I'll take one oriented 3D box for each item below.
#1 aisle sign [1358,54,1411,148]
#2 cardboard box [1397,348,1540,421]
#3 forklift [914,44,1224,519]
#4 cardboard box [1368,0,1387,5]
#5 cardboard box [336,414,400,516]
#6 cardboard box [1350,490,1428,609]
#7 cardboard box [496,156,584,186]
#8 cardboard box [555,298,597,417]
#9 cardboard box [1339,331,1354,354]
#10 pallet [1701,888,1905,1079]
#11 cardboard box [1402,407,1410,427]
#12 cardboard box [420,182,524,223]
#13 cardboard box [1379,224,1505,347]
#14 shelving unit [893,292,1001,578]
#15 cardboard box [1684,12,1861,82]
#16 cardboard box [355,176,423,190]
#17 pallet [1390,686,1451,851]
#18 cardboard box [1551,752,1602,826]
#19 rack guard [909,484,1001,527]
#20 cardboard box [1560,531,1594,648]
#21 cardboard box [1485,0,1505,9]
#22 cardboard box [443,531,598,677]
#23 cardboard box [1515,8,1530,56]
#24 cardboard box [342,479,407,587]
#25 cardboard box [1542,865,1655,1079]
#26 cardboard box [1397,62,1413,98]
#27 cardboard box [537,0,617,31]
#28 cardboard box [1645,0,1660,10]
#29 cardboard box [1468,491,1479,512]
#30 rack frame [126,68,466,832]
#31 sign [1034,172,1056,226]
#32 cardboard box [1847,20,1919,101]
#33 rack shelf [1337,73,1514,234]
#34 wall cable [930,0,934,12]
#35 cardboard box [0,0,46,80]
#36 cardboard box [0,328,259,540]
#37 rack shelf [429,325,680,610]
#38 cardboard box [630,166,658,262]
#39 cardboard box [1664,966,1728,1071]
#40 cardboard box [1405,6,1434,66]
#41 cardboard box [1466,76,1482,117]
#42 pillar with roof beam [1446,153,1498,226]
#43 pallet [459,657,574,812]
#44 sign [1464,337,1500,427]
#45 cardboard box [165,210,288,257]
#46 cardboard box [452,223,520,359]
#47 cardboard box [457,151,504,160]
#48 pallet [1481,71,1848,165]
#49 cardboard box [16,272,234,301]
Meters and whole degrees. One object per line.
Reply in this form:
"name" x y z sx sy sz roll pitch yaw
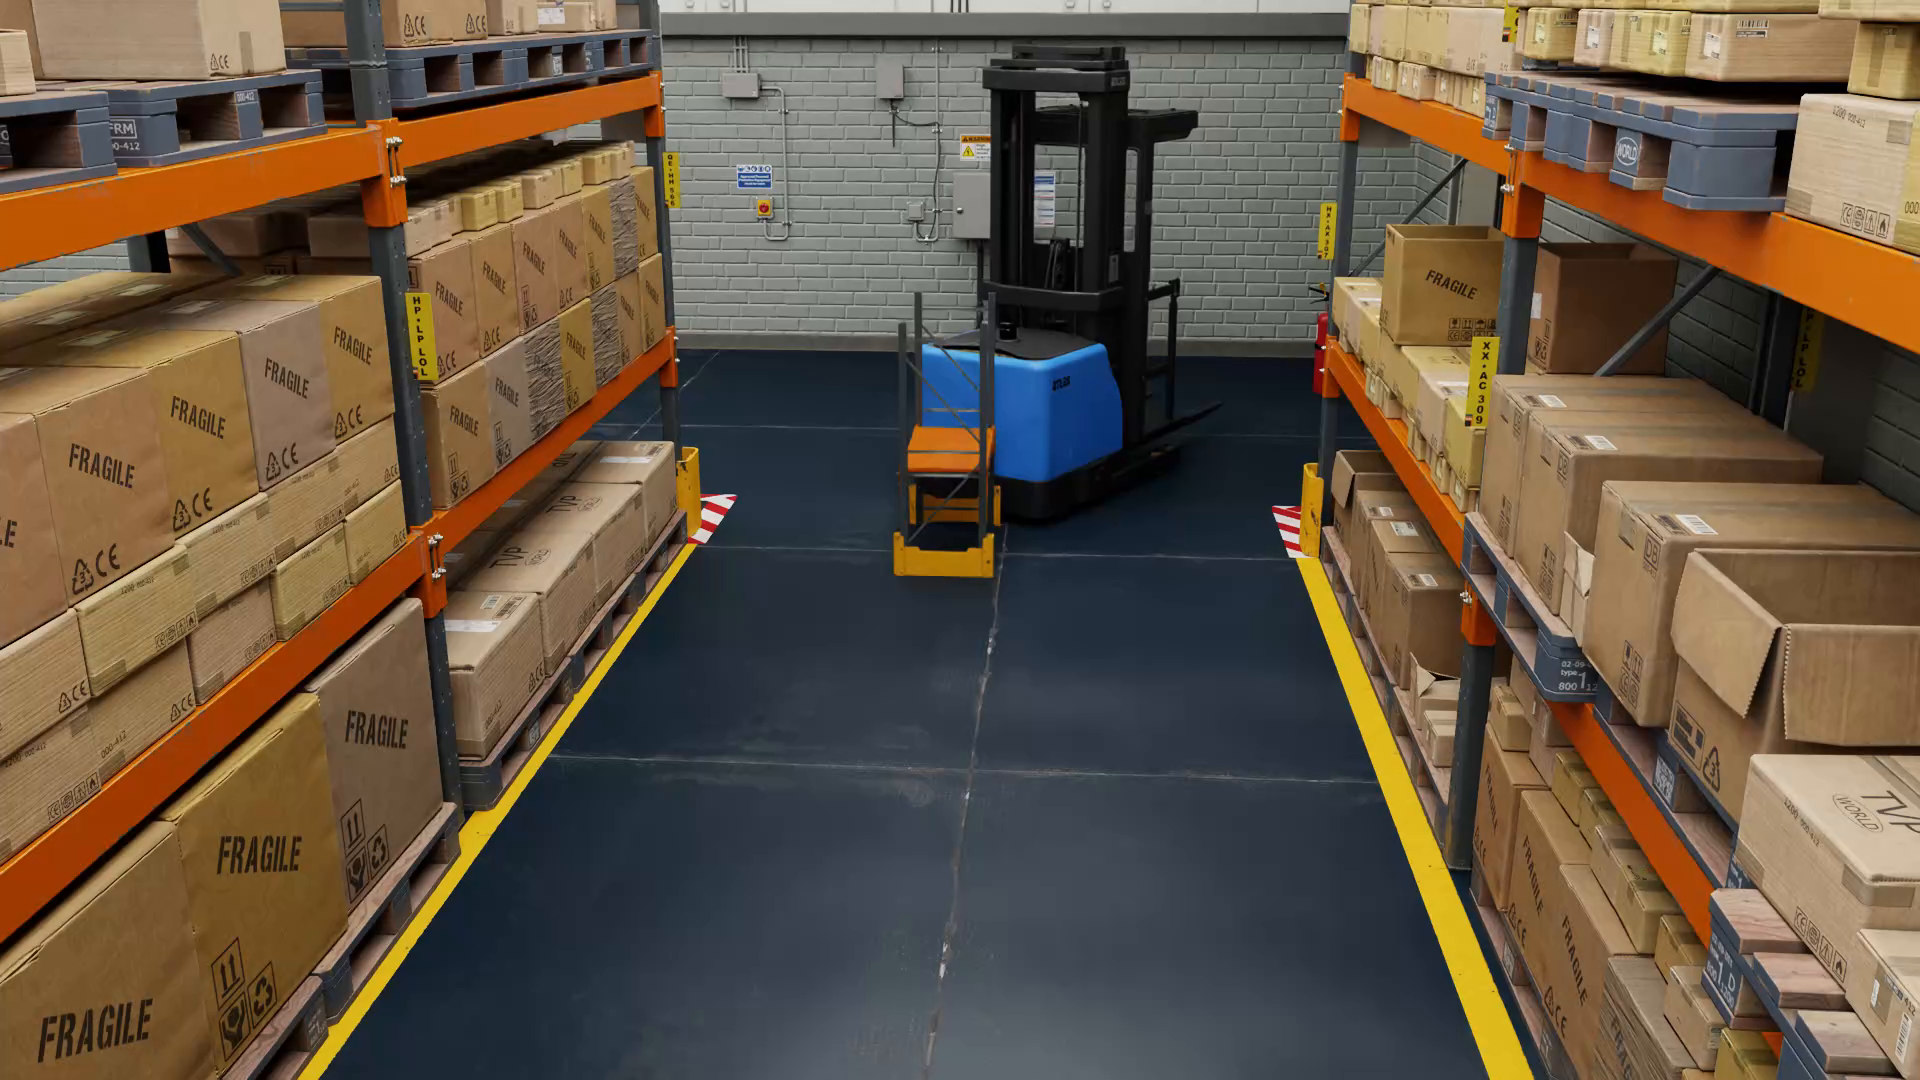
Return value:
"aisle sign" 2.406 -2.647 9.509 0.394 0.787 0.004 1 18 4
"cardboard box" 2.271 -0.686 7.462 0.500 0.250 0.500 1 18 4
"forklift" 0.938 -1.930 11.607 1.130 2.935 3.031 12 22 32
"cardboard box" 2.356 -2.827 8.377 0.500 0.250 0.500 1 18 4
"cardboard box" -2.333 -0.275 5.884 0.500 0.250 0.500 1 18 4
"cardboard box" 2.456 0.057 8.772 0.700 0.500 0.500 2 18 6
"cardboard box" -2.160 -1.890 8.566 0.380 0.149 0.250 1 18 3
"cardboard box" -2.130 -0.909 8.220 0.500 0.500 0.500 2 18 6
"cardboard box" 2.397 -1.169 9.576 0.380 0.149 0.250 1 18 3
"pallet" 2.099 0.980 2.924 1.213 0.211 1.003 1 18 4
"cardboard box" 2.307 -0.606 7.858 0.380 0.149 0.250 1 18 4
"cardboard box" -2.157 -1.492 7.352 0.380 0.149 0.250 1 18 2
"cardboard box" 2.286 -1.210 7.856 0.500 0.500 0.500 2 18 5
"shelving unit" -0.063 -0.661 10.031 0.587 1.500 1.083 1 18 3
"cardboard box" 1.905 -1.133 3.814 0.380 0.149 0.250 2 18 5
"cardboard box" -2.685 -1.581 7.621 0.380 0.149 0.250 1 18 3
"pallet" 2.457 0.970 7.123 1.003 0.211 1.213 1 18 4
"cardboard box" 2.166 0.812 5.427 0.380 0.149 0.250 0 18 1
"rack guard" -0.031 -0.222 10.698 0.587 0.250 0.087 1 18 3
"cardboard box" 1.925 0.146 4.703 0.396 0.266 0.258 2 18 7
"cardboard box" 2.203 -2.037 5.965 0.500 0.250 0.500 1 18 4
"cardboard box" -2.328 0.296 8.143 0.875 0.438 0.875 1 18 2
"cardboard box" 1.989 -1.611 5.273 0.380 0.149 0.250 2 18 5
"cardboard box" -2.325 -0.035 5.954 0.500 0.250 0.500 1 18 3
"cardboard box" 2.080 1.312 4.941 0.500 0.500 0.500 1 18 2
"cardboard box" 2.232 -2.122 7.669 0.380 0.149 0.250 1 18 4
"cardboard box" -2.200 -2.953 9.207 0.500 0.250 0.500 0 18 -1
"cardboard box" 1.988 -1.430 4.242 0.380 0.149 0.250 2 18 5
"cardboard box" 2.178 -0.127 6.397 0.380 0.149 0.250 2 18 5
"rack frame" -2.544 -0.251 6.373 1.000 3.000 0.127 1 18 4
"sign" 0.716 -3.161 15.406 0.329 0.494 0.001 1 18 4
"cardboard box" 2.024 -0.957 3.311 0.380 0.149 0.250 2 18 6
"rack shelf" 2.551 -1.846 7.579 1.077 0.370 4.000 1 18 4
"wall cable" -1.380 -6.100 14.587 2.355 3.000 0.029 1 18 4
"cardboard box" -2.896 -1.657 5.009 0.500 0.500 0.500 1 18 3
"cardboard box" -2.411 -0.312 4.791 0.500 0.500 0.500 2 18 6
"rack shelf" -2.401 -0.531 8.380 1.077 0.370 4.000 1 18 4
"cardboard box" -2.054 -1.861 9.520 0.500 0.500 0.500 2 18 6
"cardboard box" 2.026 1.210 4.210 0.380 0.149 0.250 0 18 1
"cardboard box" 2.311 -2.270 7.478 0.500 0.250 0.500 1 18 3
"cardboard box" 2.187 -1.725 6.457 0.380 0.149 0.250 2 18 6
"pillar with roof beam" -0.508 -5.148 11.683 9.100 9.000 0.400 1 18 4
"pallet" -2.411 0.839 7.522 1.003 0.211 1.213 1 18 4
"sign" 1.866 -0.563 5.933 0.100 0.325 0.005 1 18 4
"cardboard box" -2.839 -1.185 6.414 0.380 0.149 0.250 1 18 3
"cardboard box" -2.226 -1.073 7.115 0.500 0.500 0.500 1 18 3
"cardboard box" -2.640 -1.977 8.832 0.380 0.149 0.250 1 18 2
"pallet" 2.291 -1.277 4.987 1.213 0.211 1.003 1 18 4
"cardboard box" -2.862 -0.644 5.804 0.500 0.500 0.500 1 18 5
